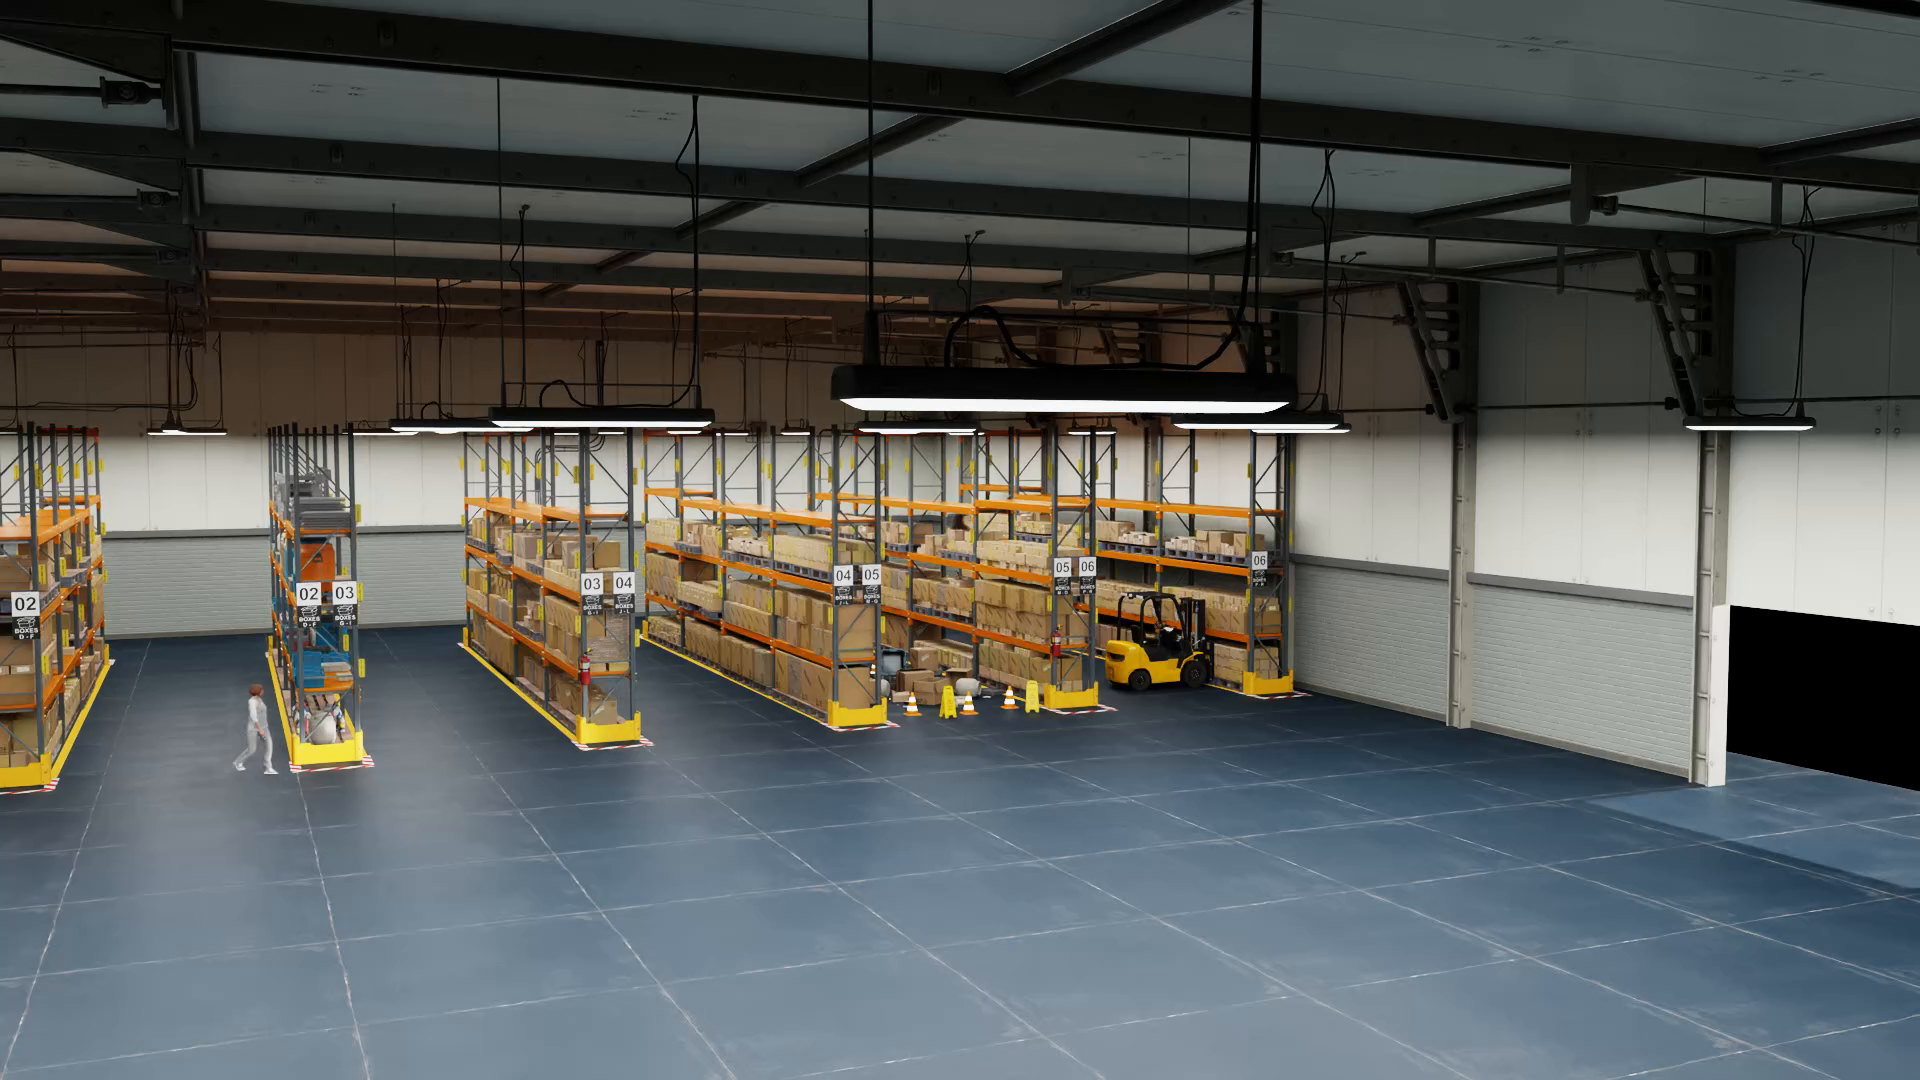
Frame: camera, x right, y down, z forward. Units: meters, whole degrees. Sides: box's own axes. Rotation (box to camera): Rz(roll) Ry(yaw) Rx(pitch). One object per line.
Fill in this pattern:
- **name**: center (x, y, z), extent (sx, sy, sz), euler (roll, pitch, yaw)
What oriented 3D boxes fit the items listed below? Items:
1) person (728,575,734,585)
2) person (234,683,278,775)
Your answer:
- **person**: center (-6.796, 1.868, 49.389), extent (0.532, 1.674, 0.418), euler (-3, 5, -43)
- **person**: center (-11.982, 3.209, 28.277), extent (0.831, 1.558, 0.375), euler (2, 4, 25)
